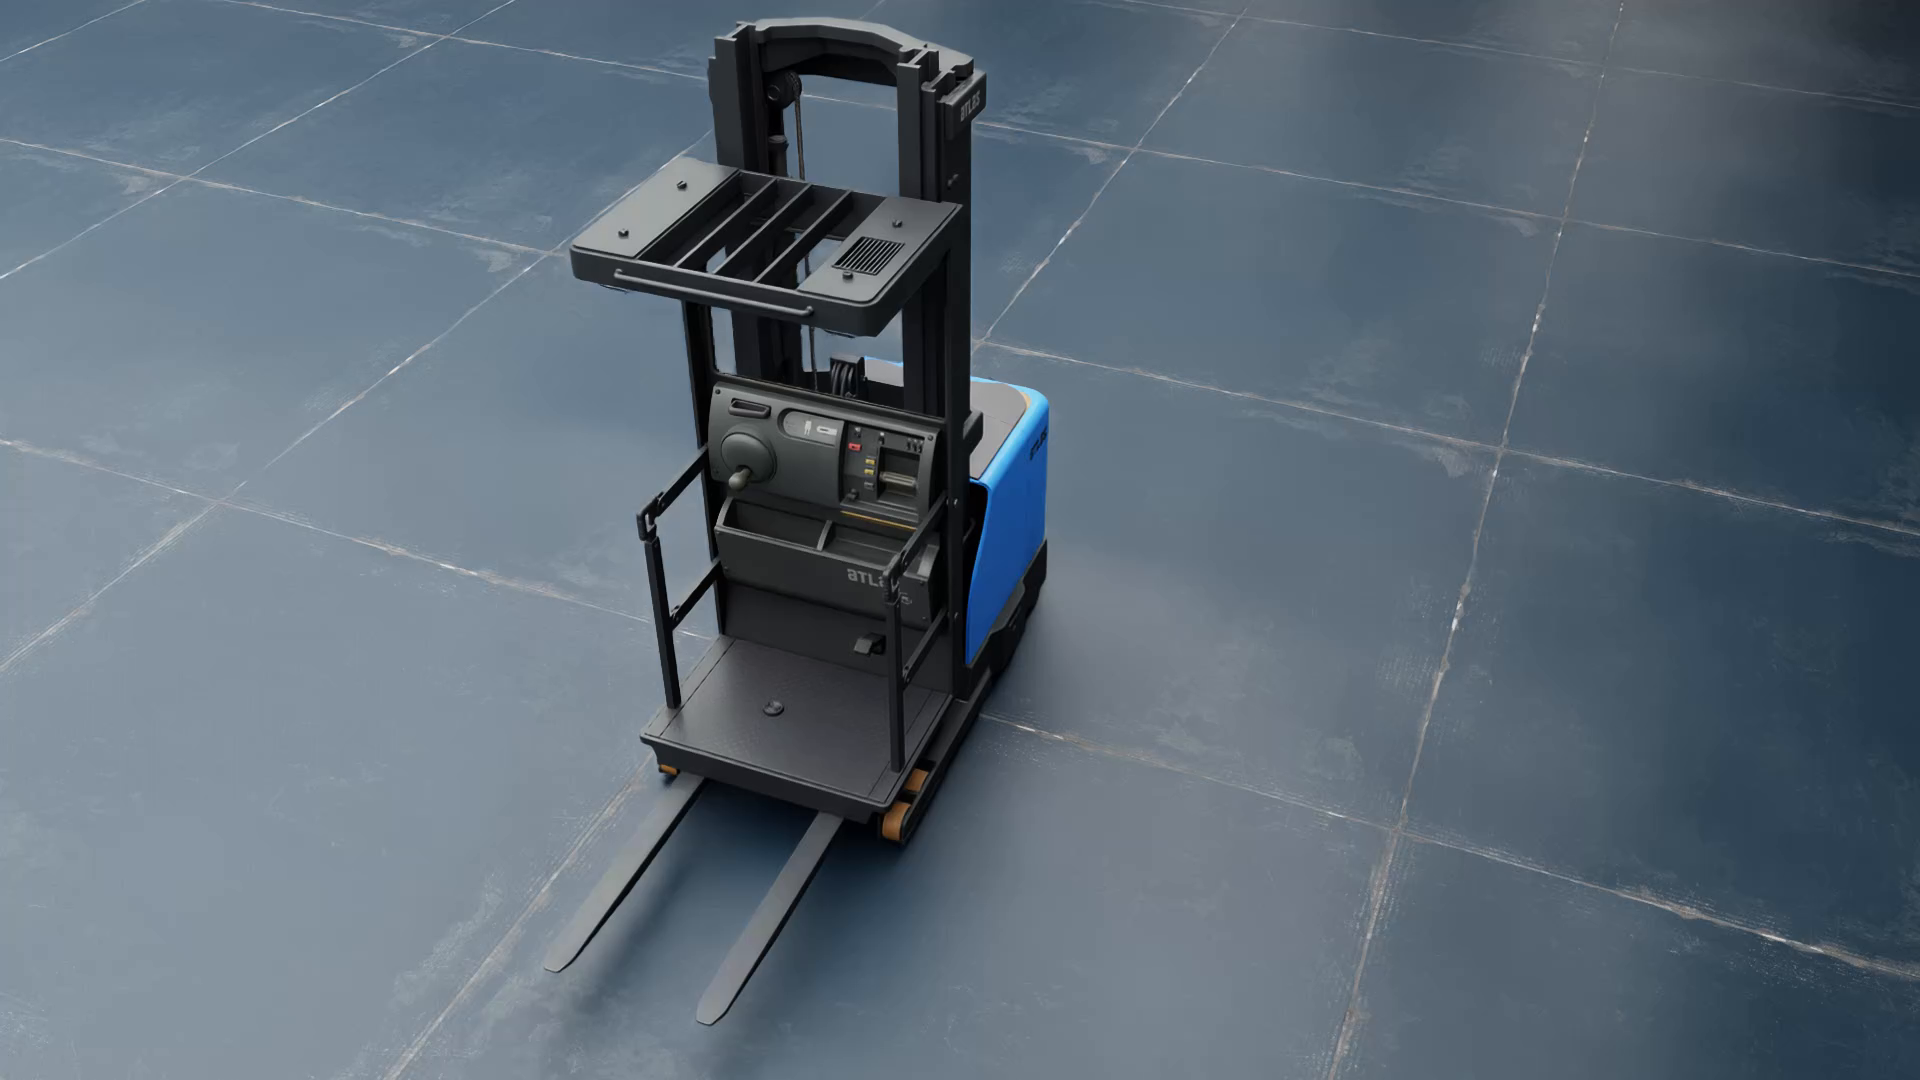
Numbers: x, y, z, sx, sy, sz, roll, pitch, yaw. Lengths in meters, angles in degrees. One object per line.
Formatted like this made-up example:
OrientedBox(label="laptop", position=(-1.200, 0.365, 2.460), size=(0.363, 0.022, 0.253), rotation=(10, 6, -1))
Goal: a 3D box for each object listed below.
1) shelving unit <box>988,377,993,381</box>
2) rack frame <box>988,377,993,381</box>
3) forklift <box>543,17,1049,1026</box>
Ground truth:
OrientedBox(label="shelving unit", position=(0.003, -0.365, 7.987), size=(0.258, 0.900, 0.210), rotation=(14, 39, 18))
OrientedBox(label="rack frame", position=(0.042, -0.421, 8.062), size=(0.240, 0.900, 0.006), rotation=(14, 39, 18))
OrientedBox(label="forklift", position=(-0.604, -0.257, 6.145), size=(1.130, 2.935, 3.031), rotation=(13, 39, 17))
